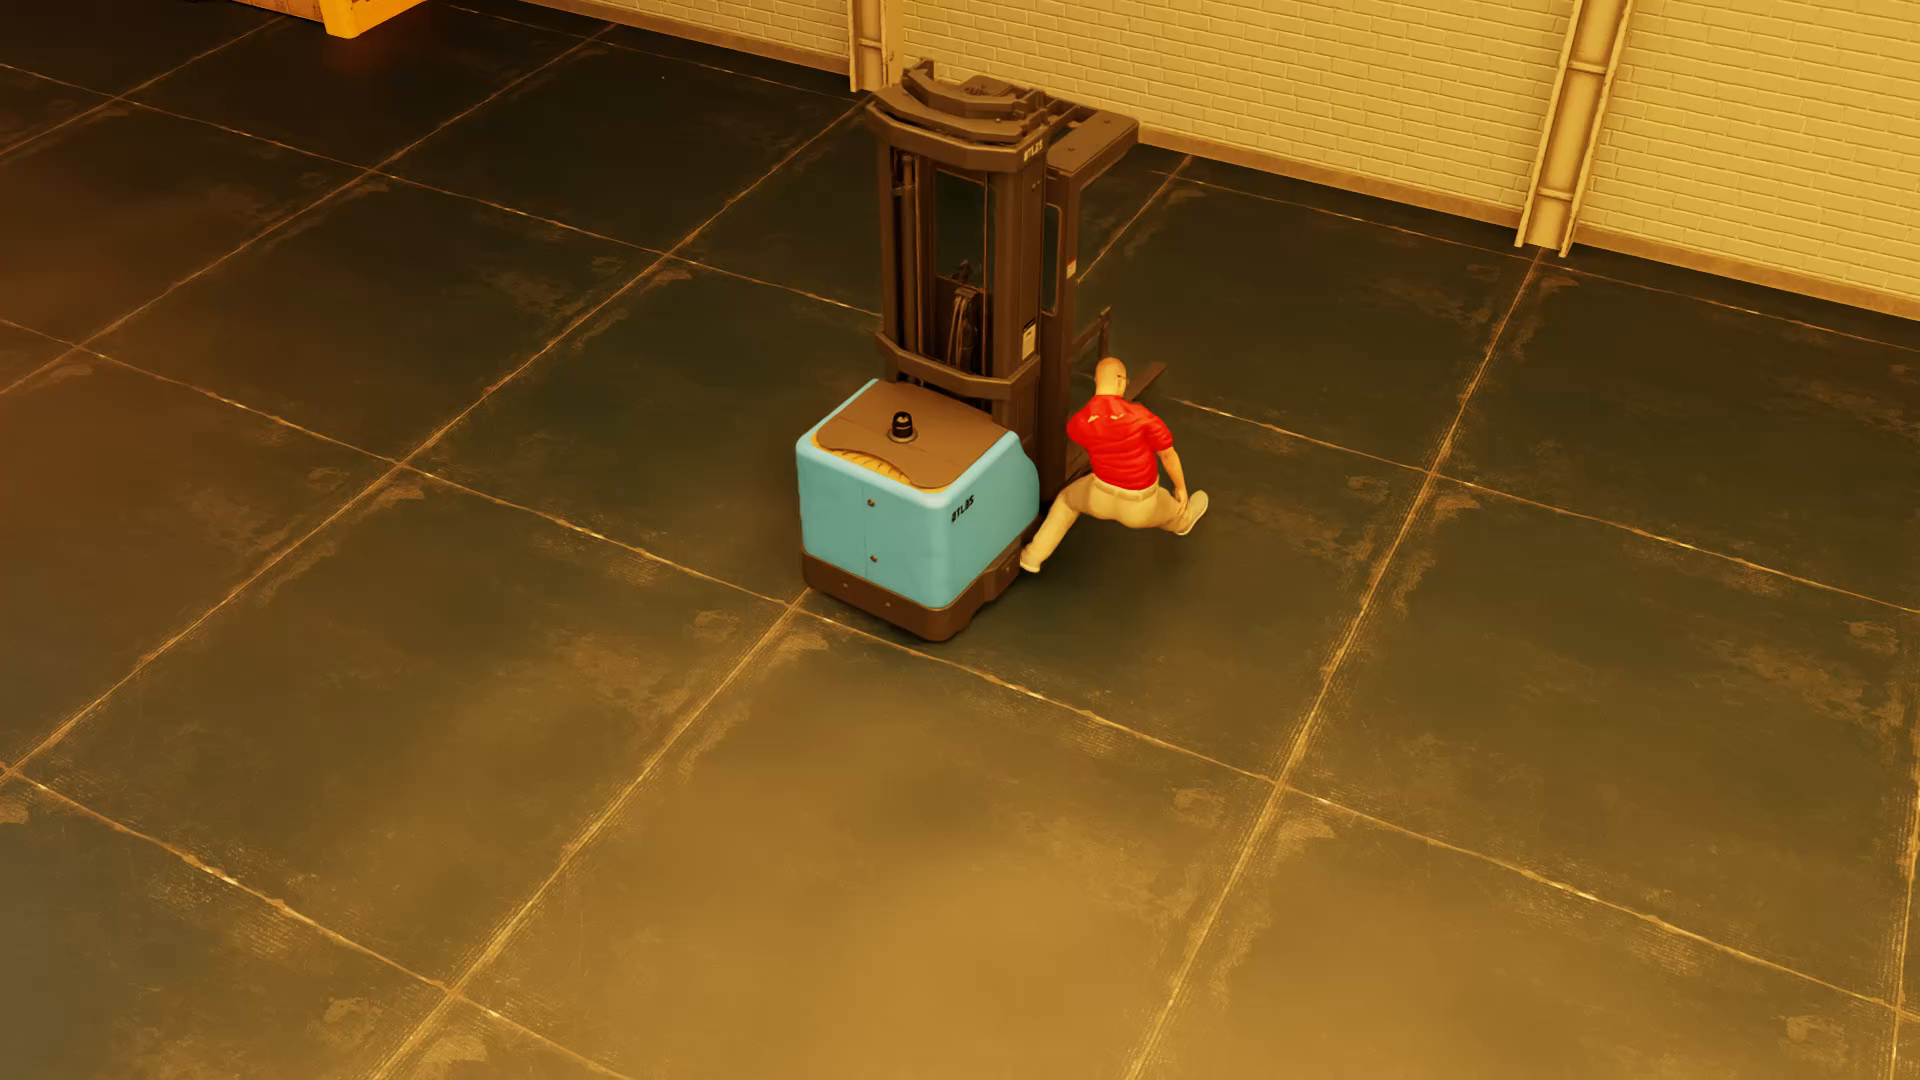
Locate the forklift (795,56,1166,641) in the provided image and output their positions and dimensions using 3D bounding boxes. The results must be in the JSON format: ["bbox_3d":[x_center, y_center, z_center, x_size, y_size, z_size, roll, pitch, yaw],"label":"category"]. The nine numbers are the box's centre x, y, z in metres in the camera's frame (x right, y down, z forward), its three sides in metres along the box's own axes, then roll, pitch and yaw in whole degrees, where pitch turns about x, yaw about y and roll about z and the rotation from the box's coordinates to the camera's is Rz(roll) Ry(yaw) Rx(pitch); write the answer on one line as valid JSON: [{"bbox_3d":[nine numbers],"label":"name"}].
[{"bbox_3d":[0.294,-1.463,9.724,1.130,2.935,3.031,23,45,25],"label":"forklift"}]

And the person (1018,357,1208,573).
[{"bbox_3d":[0.907,-0.527,9.664,1.045,1.428,1.097,17,43,19],"label":"person"}]
